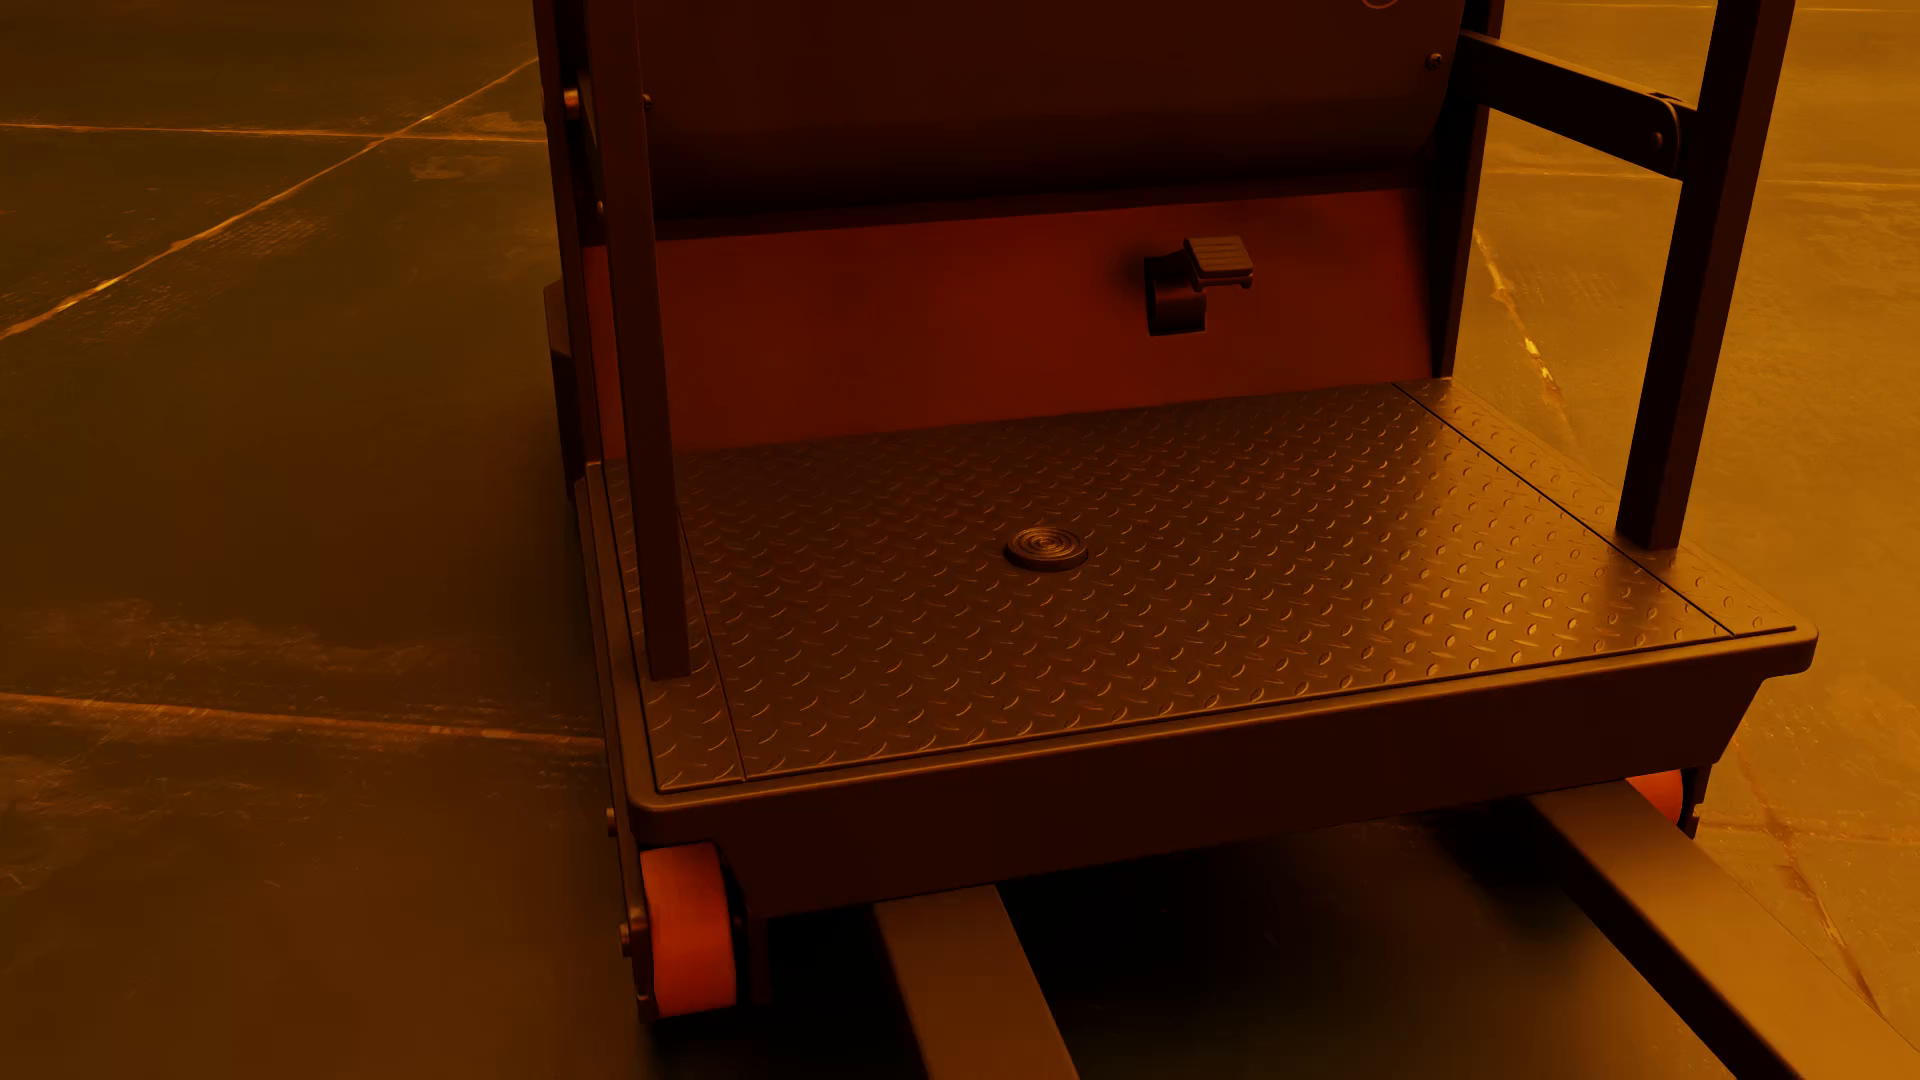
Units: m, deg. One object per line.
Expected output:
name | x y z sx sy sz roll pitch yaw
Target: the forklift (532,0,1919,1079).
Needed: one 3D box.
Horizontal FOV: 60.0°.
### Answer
forklift | 0.153 -1.049 1.319 1.130 2.935 3.031 -7 27 -13
